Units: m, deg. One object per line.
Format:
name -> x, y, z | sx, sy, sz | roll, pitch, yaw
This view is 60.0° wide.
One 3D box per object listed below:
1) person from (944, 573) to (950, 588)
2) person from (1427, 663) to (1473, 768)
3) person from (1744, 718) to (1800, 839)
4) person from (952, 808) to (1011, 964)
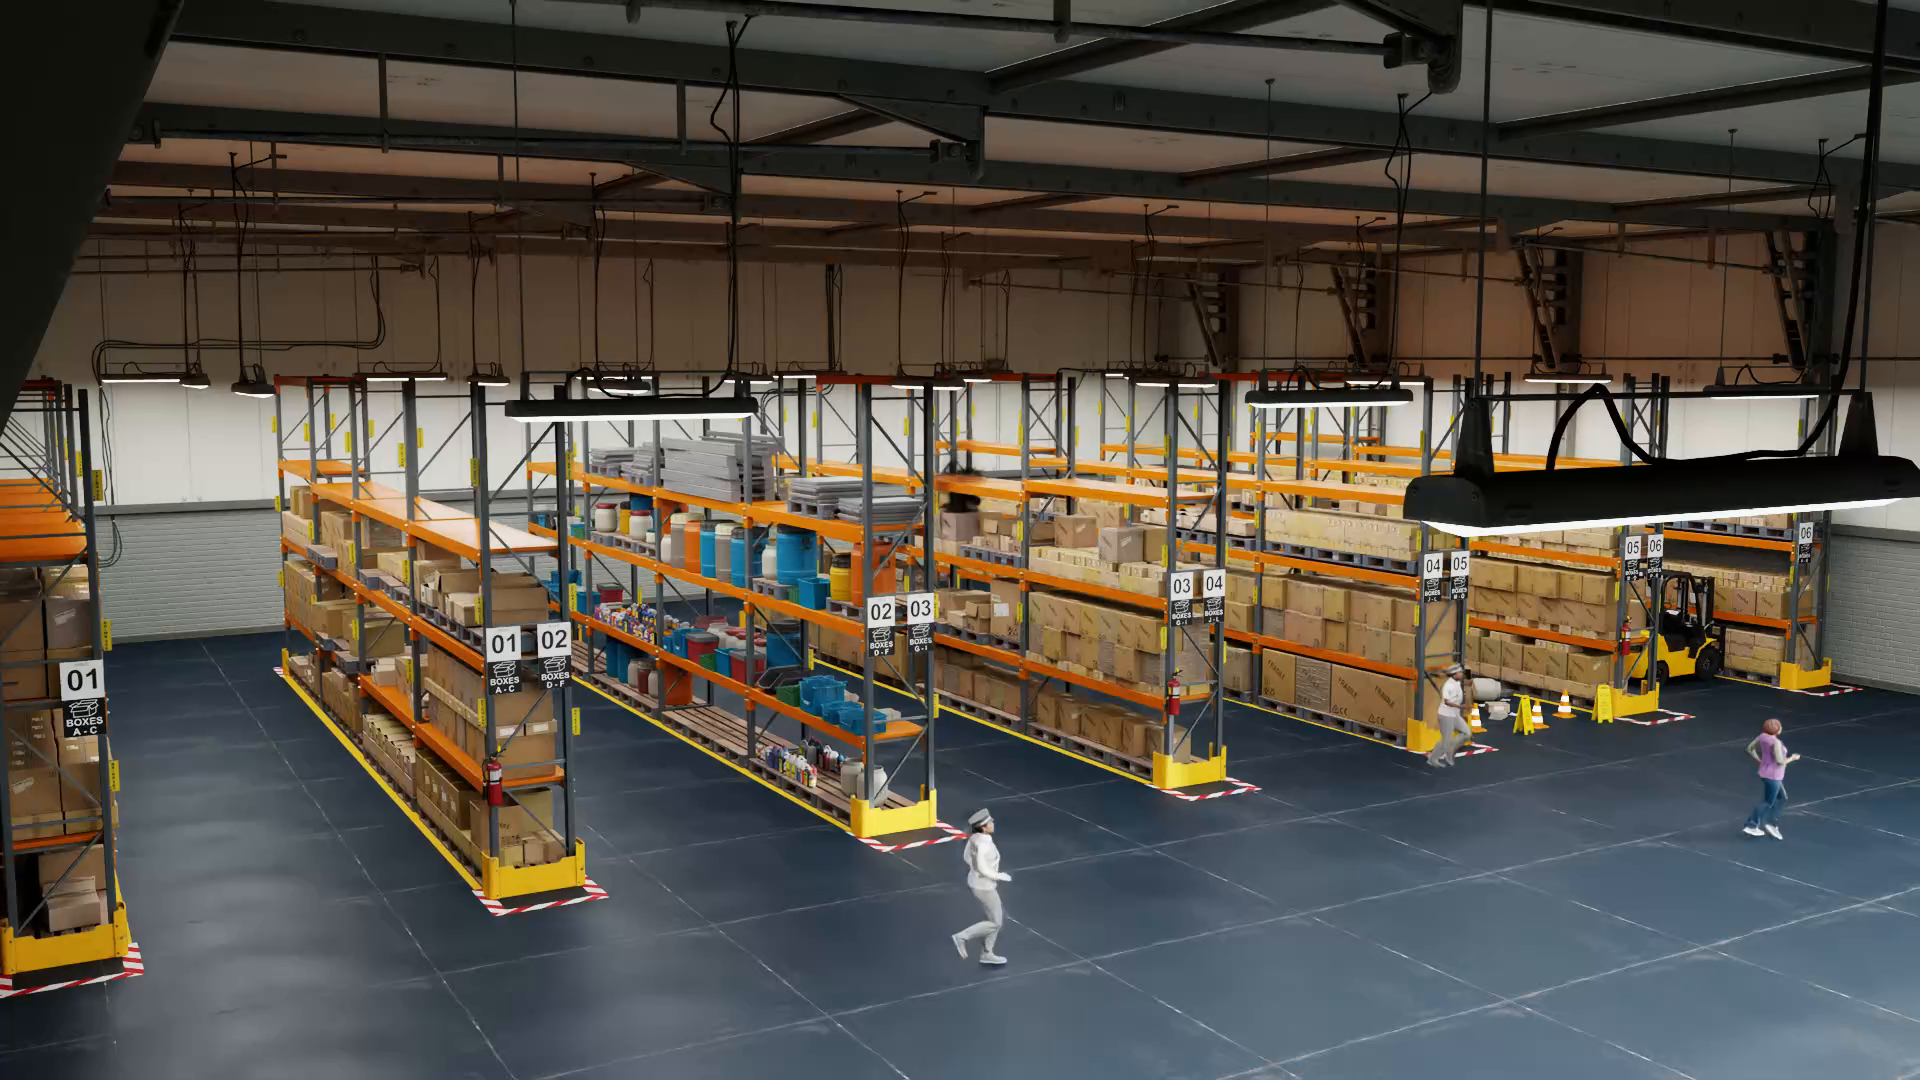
person -> -0.255, 0.811, 42.509 | 0.574, 1.662, 0.941 | 4, 8, 34
person -> 7.595, 2.707, 25.680 | 0.692, 1.654, 0.594 | 4, 7, 33
person -> 10.673, 3.149, 21.872 | 0.660, 1.635, 0.514 | 1, 6, 5
person -> 0.205, 3.616, 17.343 | 0.620, 1.651, 0.616 | -1, 6, -12
